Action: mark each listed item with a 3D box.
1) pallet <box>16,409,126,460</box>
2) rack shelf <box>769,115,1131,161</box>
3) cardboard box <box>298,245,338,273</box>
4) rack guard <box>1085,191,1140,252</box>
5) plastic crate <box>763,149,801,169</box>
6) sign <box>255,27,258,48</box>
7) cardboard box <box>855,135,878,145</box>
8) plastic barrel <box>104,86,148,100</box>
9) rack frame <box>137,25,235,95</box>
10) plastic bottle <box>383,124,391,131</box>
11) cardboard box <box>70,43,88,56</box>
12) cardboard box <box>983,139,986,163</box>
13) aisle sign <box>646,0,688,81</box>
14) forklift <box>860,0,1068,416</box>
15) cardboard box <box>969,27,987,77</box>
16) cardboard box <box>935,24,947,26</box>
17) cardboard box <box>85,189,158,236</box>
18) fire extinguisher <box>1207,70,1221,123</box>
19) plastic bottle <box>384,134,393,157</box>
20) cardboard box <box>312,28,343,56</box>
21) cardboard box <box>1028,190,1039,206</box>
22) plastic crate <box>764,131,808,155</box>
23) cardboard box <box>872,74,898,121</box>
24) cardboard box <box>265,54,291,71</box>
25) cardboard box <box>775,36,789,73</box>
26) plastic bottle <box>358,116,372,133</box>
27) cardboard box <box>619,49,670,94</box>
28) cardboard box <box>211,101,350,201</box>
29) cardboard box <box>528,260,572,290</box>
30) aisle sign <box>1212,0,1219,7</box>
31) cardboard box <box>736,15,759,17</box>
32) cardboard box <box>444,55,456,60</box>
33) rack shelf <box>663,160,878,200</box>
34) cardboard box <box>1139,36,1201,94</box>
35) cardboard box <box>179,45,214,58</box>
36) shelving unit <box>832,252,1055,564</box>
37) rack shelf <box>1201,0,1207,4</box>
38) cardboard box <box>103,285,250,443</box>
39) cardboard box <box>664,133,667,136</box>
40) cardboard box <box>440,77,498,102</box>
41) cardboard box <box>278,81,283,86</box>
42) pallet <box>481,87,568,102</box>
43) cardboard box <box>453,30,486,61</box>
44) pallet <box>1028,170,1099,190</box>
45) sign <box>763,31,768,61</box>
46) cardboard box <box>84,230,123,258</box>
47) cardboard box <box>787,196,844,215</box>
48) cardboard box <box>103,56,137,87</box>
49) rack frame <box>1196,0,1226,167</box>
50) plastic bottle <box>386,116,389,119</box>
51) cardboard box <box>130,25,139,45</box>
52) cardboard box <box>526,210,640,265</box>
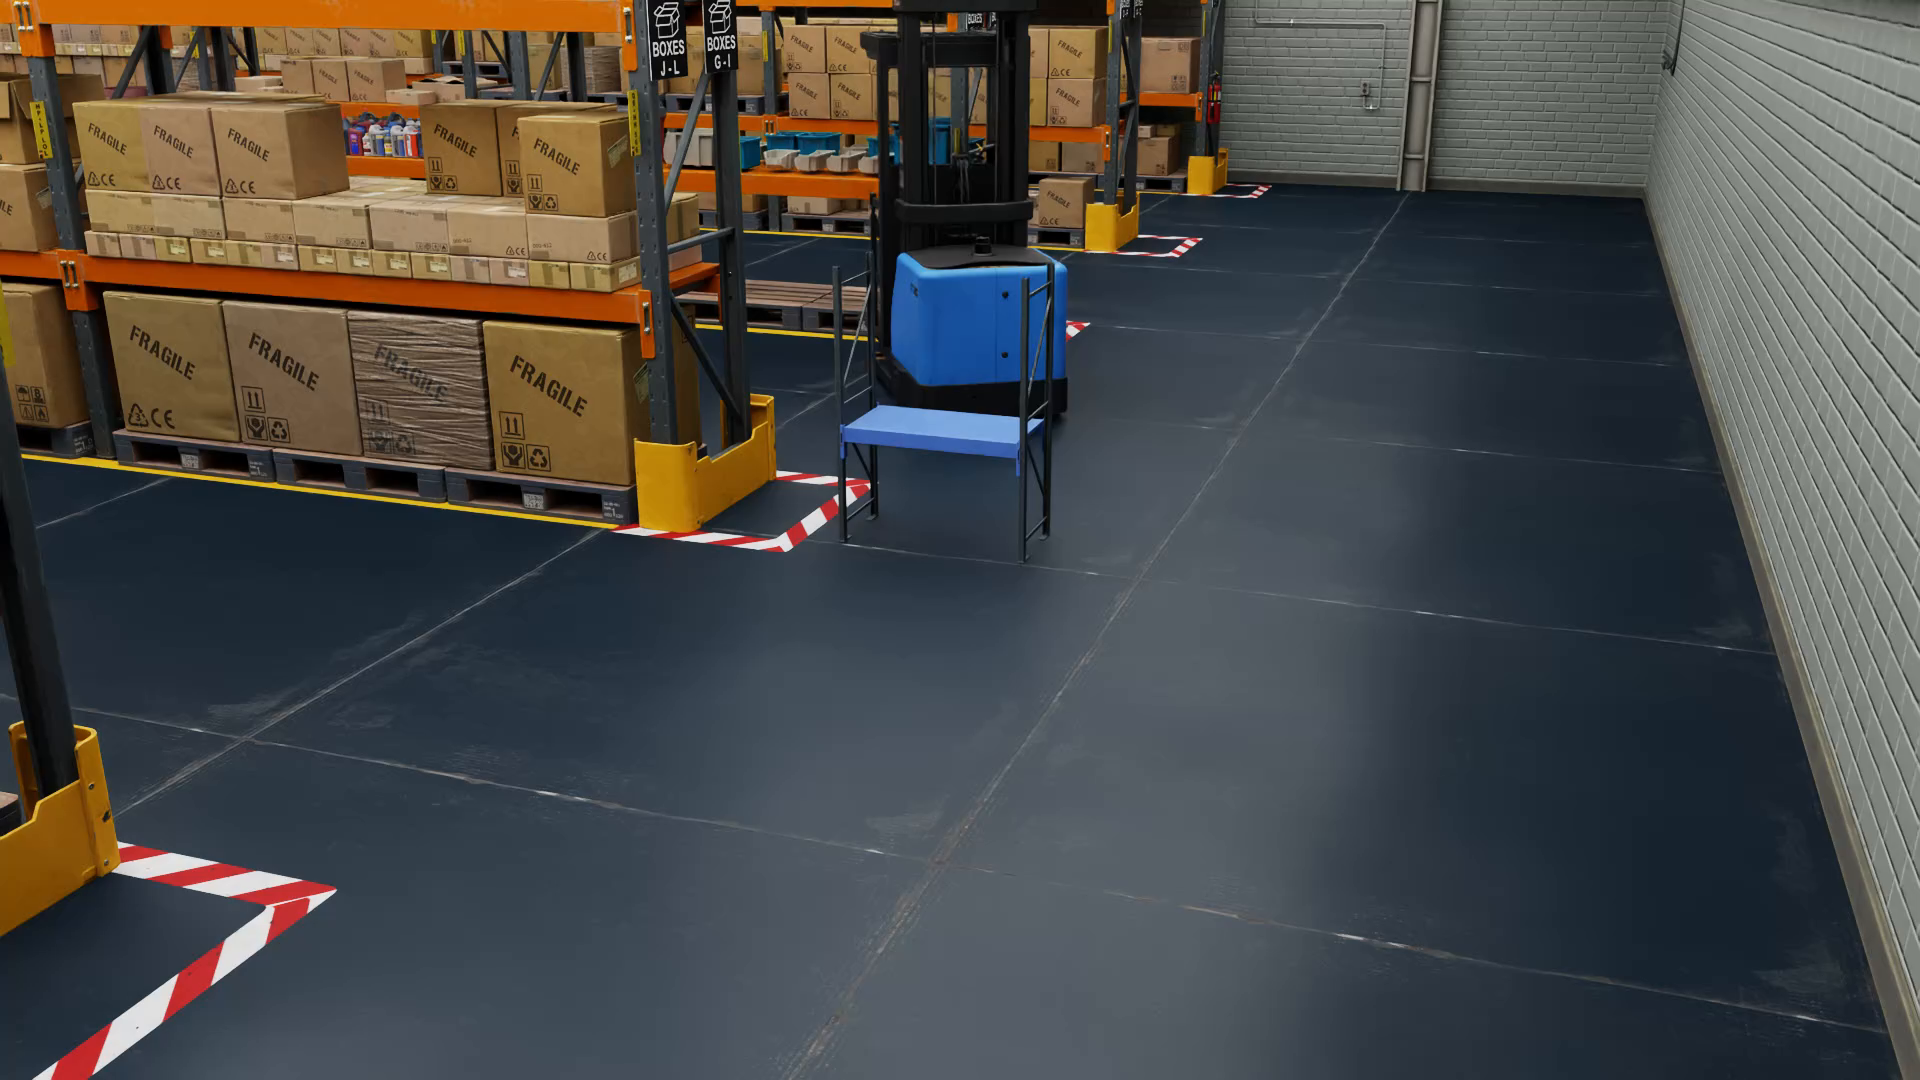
[{"bbox_3d":[-6.013,-0.826,11.126,1.213,0.211,1.003,7,20,18],"label":"pallet"},{"bbox_3d":[-0.115,-4.607,18.829,4.000,0.370,1.077,7,20,18],"label":"rack shelf"},{"bbox_3d":[-3.616,-1.661,9.667,0.250,0.149,0.380,6,20,16],"label":"cardboard box"},{"bbox_3d":[1.702,-3.559,18.526,0.348,0.500,1.175,7,20,18],"label":"rack guard"},{"bbox_3d":[-1.511,-3.211,14.041,0.250,0.136,0.298,7,20,18],"label":"plastic crate"},{"bbox_3d":[-9.393,-6.706,22.119,0.005,0.325,0.100,7,20,18],"label":"sign"},{"bbox_3d":[-1.039,-5.917,24.120,0.750,0.750,0.750,7,20,19],"label":"cardboard box"},{"bbox_3d":[-7.950,-4.075,16.004,0.708,0.536,0.600,7,20,18],"label":"plastic barrel"},{"bbox_3d":[-7.412,-4.055,16.153,0.127,3.000,1.000,7,20,18],"label":"rack frame"},{"bbox_3d":[-5.256,-3.679,15.268,0.097,0.271,0.097,0,19,0],"label":"plastic bottle"},{"bbox_3d":[-11.588,-6.537,22.135,0.250,0.149,0.380,7,20,19],"label":"cardboard box"},{"bbox_3d":[0.290,-5.609,23.769,0.500,0.500,0.700,7,20,19],"label":"cardboard box"},{"bbox_3d":[-1.511,-2.778,8.538,0.004,0.787,0.394,7,20,18],"label":"aisle sign"},{"bbox_3d":[-0.104,-2.630,12.167,1.130,2.935,3.031,-4,20,-13],"label":"forklift"},{"bbox_3d":[0.294,-5.322,18.115,0.500,0.500,0.500,7,20,20],"label":"cardboard box"},{"bbox_3d":[-0.006,-5.544,18.754,0.500,0.500,0.500,6,20,18],"label":"cardboard box"},{"bbox_3d":[-4.901,-2.021,10.092,0.500,0.250,0.500,6,20,17],"label":"cardboard box"},{"bbox_3d":[3.387,-5.899,22.127,0.183,0.674,0.296,7,20,18],"label":"fire extinguisher"},{"bbox_3d":[-5.179,-3.584,15.103,0.097,0.201,0.097,0,19,0],"label":"plastic bottle"},{"bbox_3d":[-9.925,-7.981,26.474,0.500,0.500,0.500,7,20,20],"label":"cardboard box"},{"bbox_3d":[0.881,-3.841,19.048,0.500,0.250,0.500,7,20,18],"label":"cardboard box"},{"bbox_3d":[-1.508,-3.444,14.563,0.300,0.233,0.416,7,20,18],"label":"plastic crate"},{"bbox_3d":[-0.656,-4.961,18.600,0.500,0.500,0.500,6,20,18],"label":"cardboard box"},{"bbox_3d":[-10.866,-7.735,26.908,0.500,0.250,0.500,6,20,16],"label":"cardboard box"},{"bbox_3d":[-2.332,-7.033,24.063,0.500,0.500,0.500,7,20,20],"label":"cardboard box"},{"bbox_3d":[-5.683,-3.901,15.887,0.133,0.283,0.061,7,20,18],"label":"plastic bottle"},{"bbox_3d":[-3.694,-5.580,19.737,0.500,0.500,0.700,1,19,4],"label":"cardboard box"},{"bbox_3d":[-3.935,-2.265,9.655,0.500,0.500,0.500,6,20,16],"label":"cardboard box"},{"bbox_3d":[-2.171,-1.496,9.193,0.250,0.149,0.380,7,20,19],"label":"cardboard box"},{"bbox_3d":[3.365,-7.398,21.793,0.004,0.787,0.394,7,20,18],"label":"aisle sign"},{"bbox_3d":[-3.159,-7.661,24.725,0.500,0.250,0.500,6,20,16],"label":"cardboard box"},{"bbox_3d":[-8.313,-7.624,26.588,0.500,0.250,0.500,7,20,19],"label":"cardboard box"},{"bbox_3d":[-1.744,-3.067,14.412,4.000,0.370,1.077,7,20,18],"label":"rack shelf"},{"bbox_3d":[2.911,-6.465,22.611,0.700,0.700,0.980,7,21,21],"label":"cardboard box"},{"bbox_3d":[-9.889,-6.343,21.580,0.250,0.149,0.380,7,20,18],"label":"cardboard box"},{"bbox_3d":[-0.081,-0.717,8.856,1.048,1.500,0.538,7,20,18],"label":"shelving unit"},{"bbox_3d":[1.507,-7.564,22.755,4.000,0.370,1.077,7,20,18],"label":"rack shelf"},{"bbox_3d":[-4.662,-1.182,10.500,0.875,0.875,0.875,7,20,18],"label":"cardboard box"},{"bbox_3d":[-3.800,-4.834,20.378,0.500,0.250,0.500,6,20,17],"label":"cardboard box"},{"bbox_3d":[-6.112,-5.606,20.736,0.500,0.311,0.500,8,21,21],"label":"cardboard box"},{"bbox_3d":[-8.671,-5.926,21.723,0.258,0.266,0.396,6,20,17],"label":"cardboard box"},{"bbox_3d":[-5.120,-5.453,20.454,1.003,0.211,1.213,7,20,18],"label":"pallet"},{"bbox_3d":[-7.470,-7.757,25.952,0.500,0.500,0.700,7,20,18],"label":"cardboard box"},{"bbox_3d":[1.466,-5.149,23.527,1.213,0.211,1.003,7,20,18],"label":"pallet"},{"bbox_3d":[-2.183,-5.537,18.644,0.005,0.325,0.100,7,20,18],"label":"sign"},{"bbox_3d":[-5.089,-1.829,10.148,0.250,0.149,0.380,7,20,18],"label":"cardboard box"},{"bbox_3d":[-1.679,-3.988,19.378,0.500,0.311,0.500,7,20,18],"label":"cardboard box"},{"bbox_3d":[-10.956,-6.231,22.242,0.500,0.500,0.700,7,20,19],"label":"cardboard box"},{"bbox_3d":[3.396,-6.271,22.511,0.127,3.000,1.000,7,20,18],"label":"rack frame"},{"bbox_3d":[-5.510,-3.931,15.975,0.133,0.283,0.061,7,20,18],"label":"plastic bottle"},{"bbox_3d":[-10.461,-6.787,21.867,0.500,0.500,0.700,6,20,18],"label":"cardboard box"},{"bbox_3d":[-2.025,-1.691,9.145,0.500,0.250,0.500,6,20,17],"label":"cardboard box"}]
